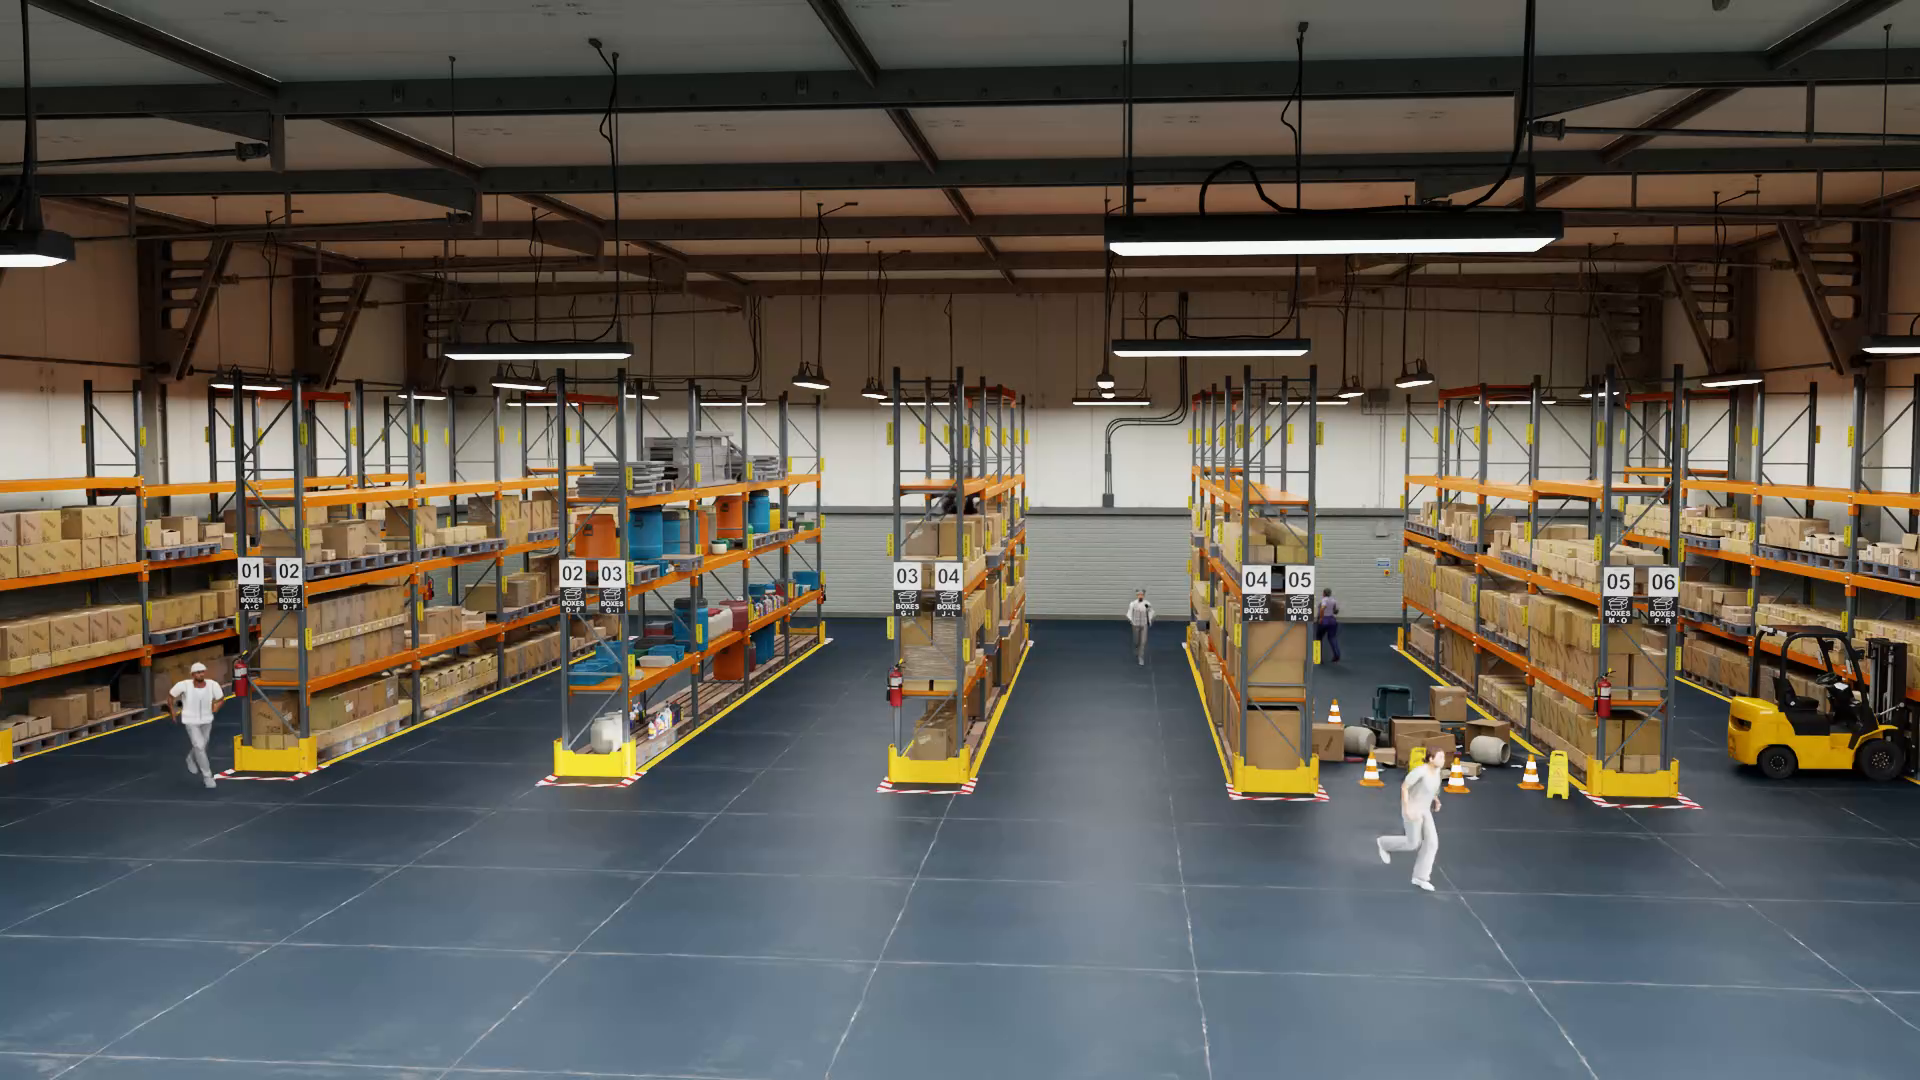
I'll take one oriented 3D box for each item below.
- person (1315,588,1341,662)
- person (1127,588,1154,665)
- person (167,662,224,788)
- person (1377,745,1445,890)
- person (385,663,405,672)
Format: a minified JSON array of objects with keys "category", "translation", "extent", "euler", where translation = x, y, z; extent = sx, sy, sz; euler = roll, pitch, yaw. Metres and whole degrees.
[{"category":"person","translation":[8.113,1.895,36.662],"extent":[0.596,1.687,0.854],"euler":[-1,4,-17]},{"category":"person","translation":[3.993,1.887,36.773],"extent":[0.605,1.672,0.841],"euler":[0,4,3]},{"category":"person","translation":[-10.978,2.630,23.964],"extent":[0.728,1.765,1.042],"euler":[-3,5,-43]},{"category":"person","translation":[5.067,3.066,18.670],"extent":[0.563,1.619,0.838],"euler":[-3,5,-44]},{"category":"person","translation":[-11.558,2.103,33.855],"extent":[0.605,1.635,0.856],"euler":[0,4,5]}]
